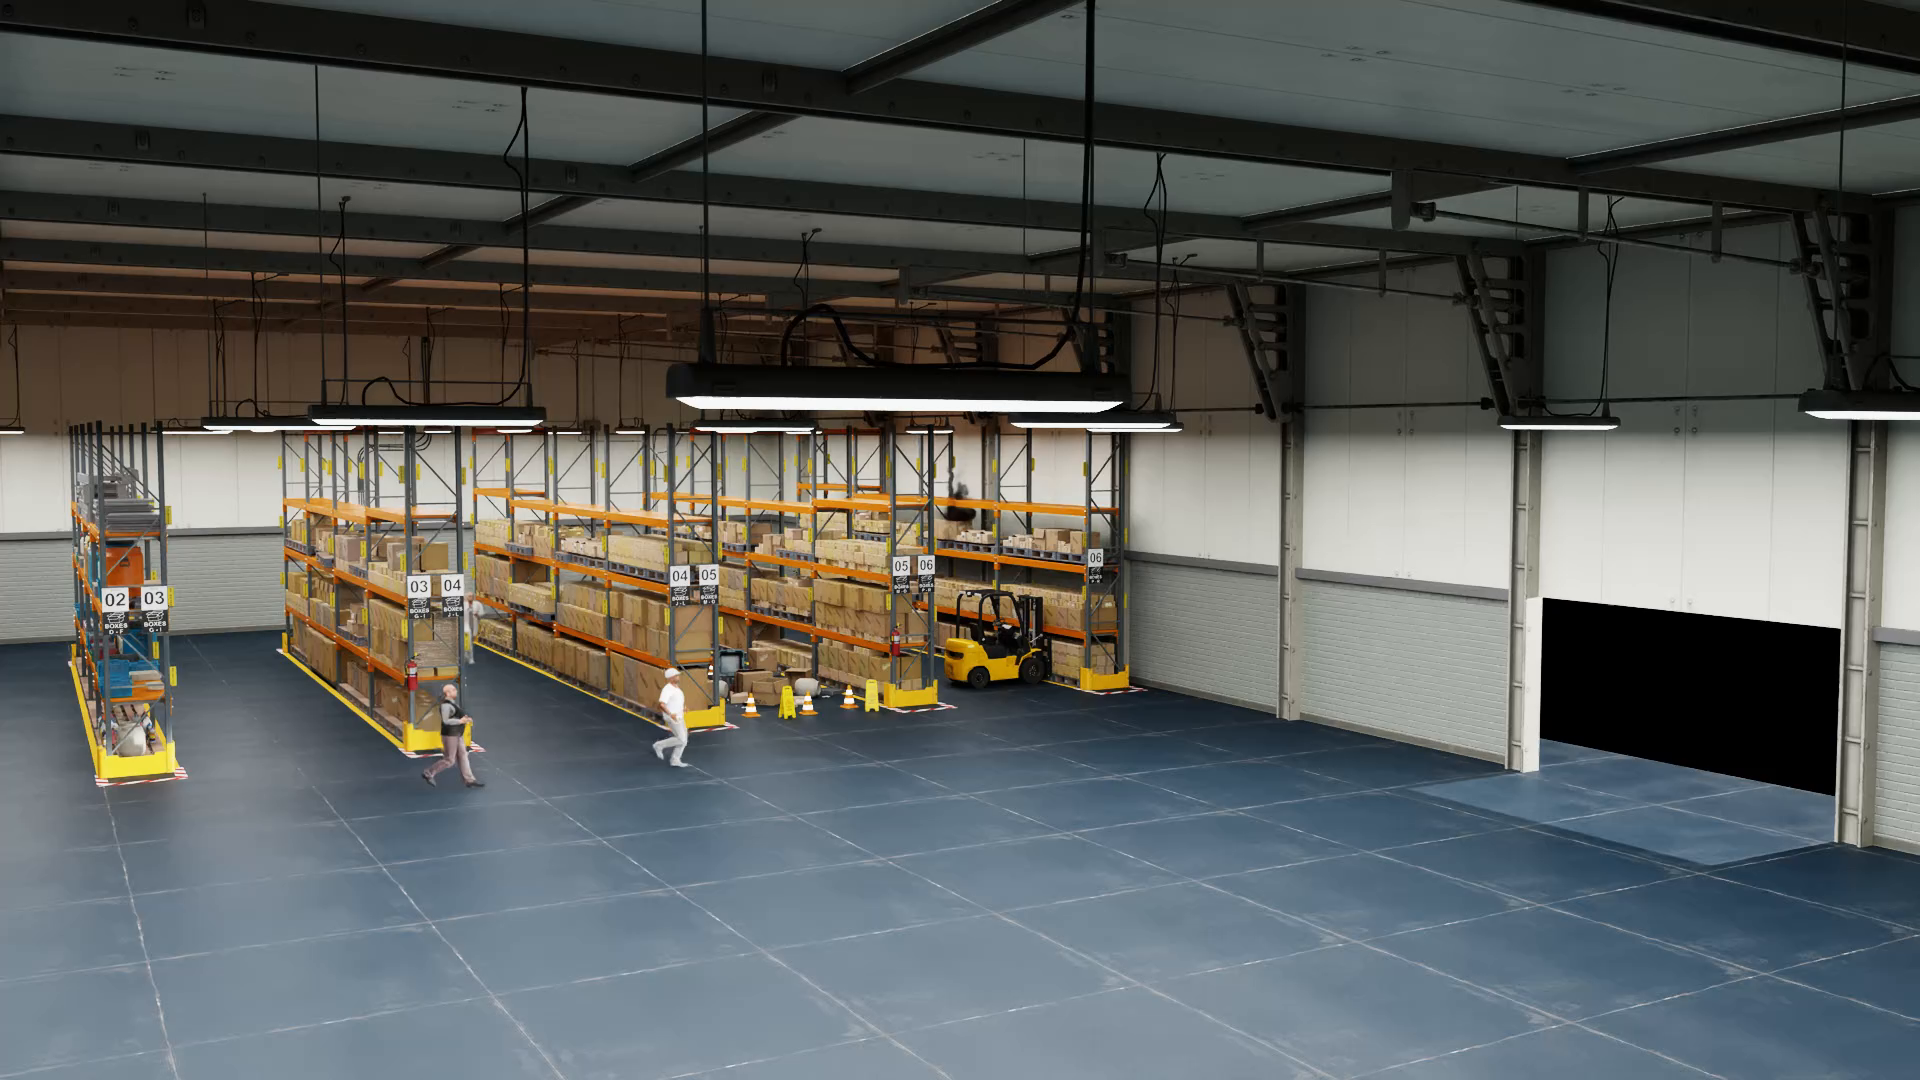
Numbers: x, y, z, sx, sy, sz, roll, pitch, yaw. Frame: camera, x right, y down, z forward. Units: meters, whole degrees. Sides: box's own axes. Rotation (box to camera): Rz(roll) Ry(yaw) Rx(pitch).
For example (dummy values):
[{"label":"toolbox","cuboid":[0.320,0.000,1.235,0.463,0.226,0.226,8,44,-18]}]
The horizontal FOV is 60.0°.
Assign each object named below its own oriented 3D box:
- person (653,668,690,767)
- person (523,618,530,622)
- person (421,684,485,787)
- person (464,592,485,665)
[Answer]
[{"label":"person","cuboid":[-5.022,3.084,28.895,0.592,1.726,0.702,0,4,5]},{"label":"person","cuboid":[-12.793,1.888,48.289,0.848,1.739,0.580,-2,4,-34]},{"label":"person","cuboid":[-8.184,3.170,26.823,0.990,1.693,0.663,0,4,-4]},{"label":"person","cuboid":[-12.494,2.249,42.381,0.648,1.842,1.043,-3,4,-37]}]
